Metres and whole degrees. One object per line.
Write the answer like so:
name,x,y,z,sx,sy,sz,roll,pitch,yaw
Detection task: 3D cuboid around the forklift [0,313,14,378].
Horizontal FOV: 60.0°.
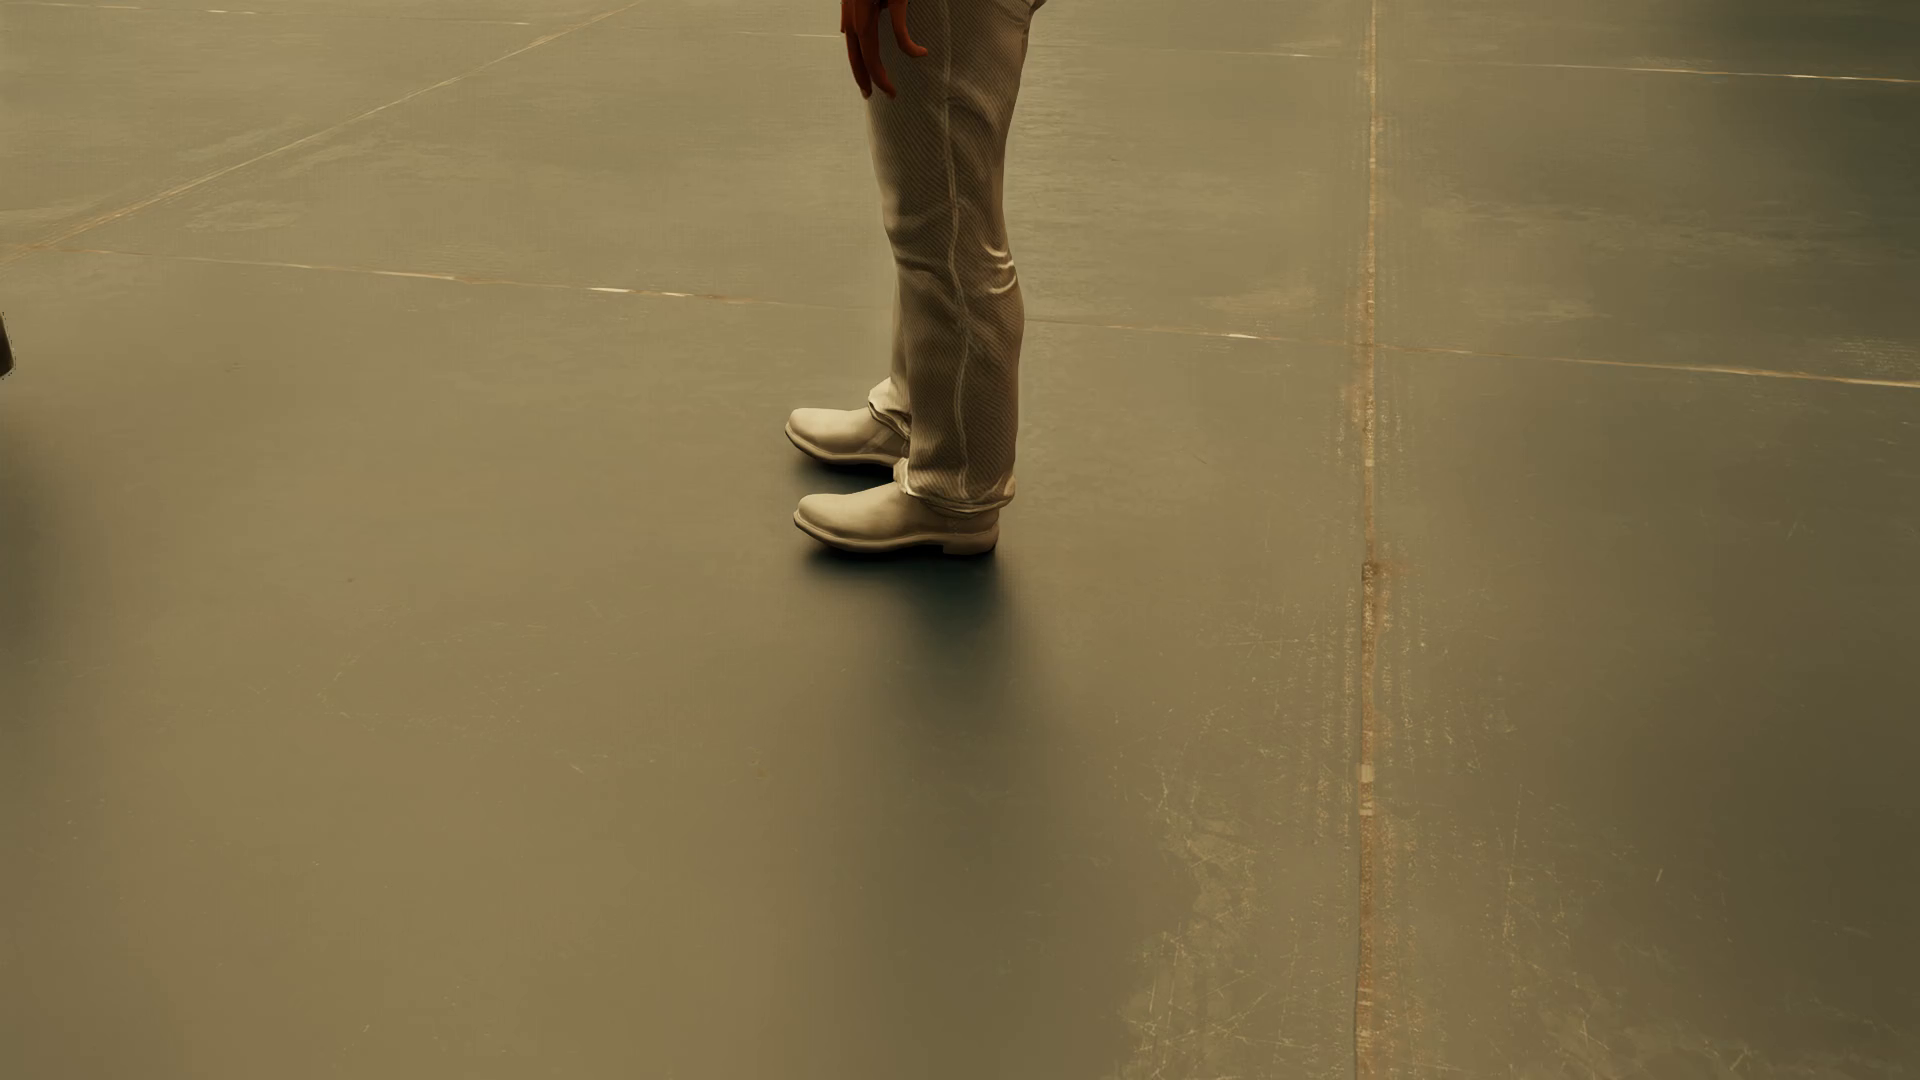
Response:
forklift,-3.191,-1.352,1.926,3.031,2.935,1.130,0,27,0

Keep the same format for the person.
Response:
person,-0.067,-0.804,2.117,0.575,1.768,0.666,6,27,11
